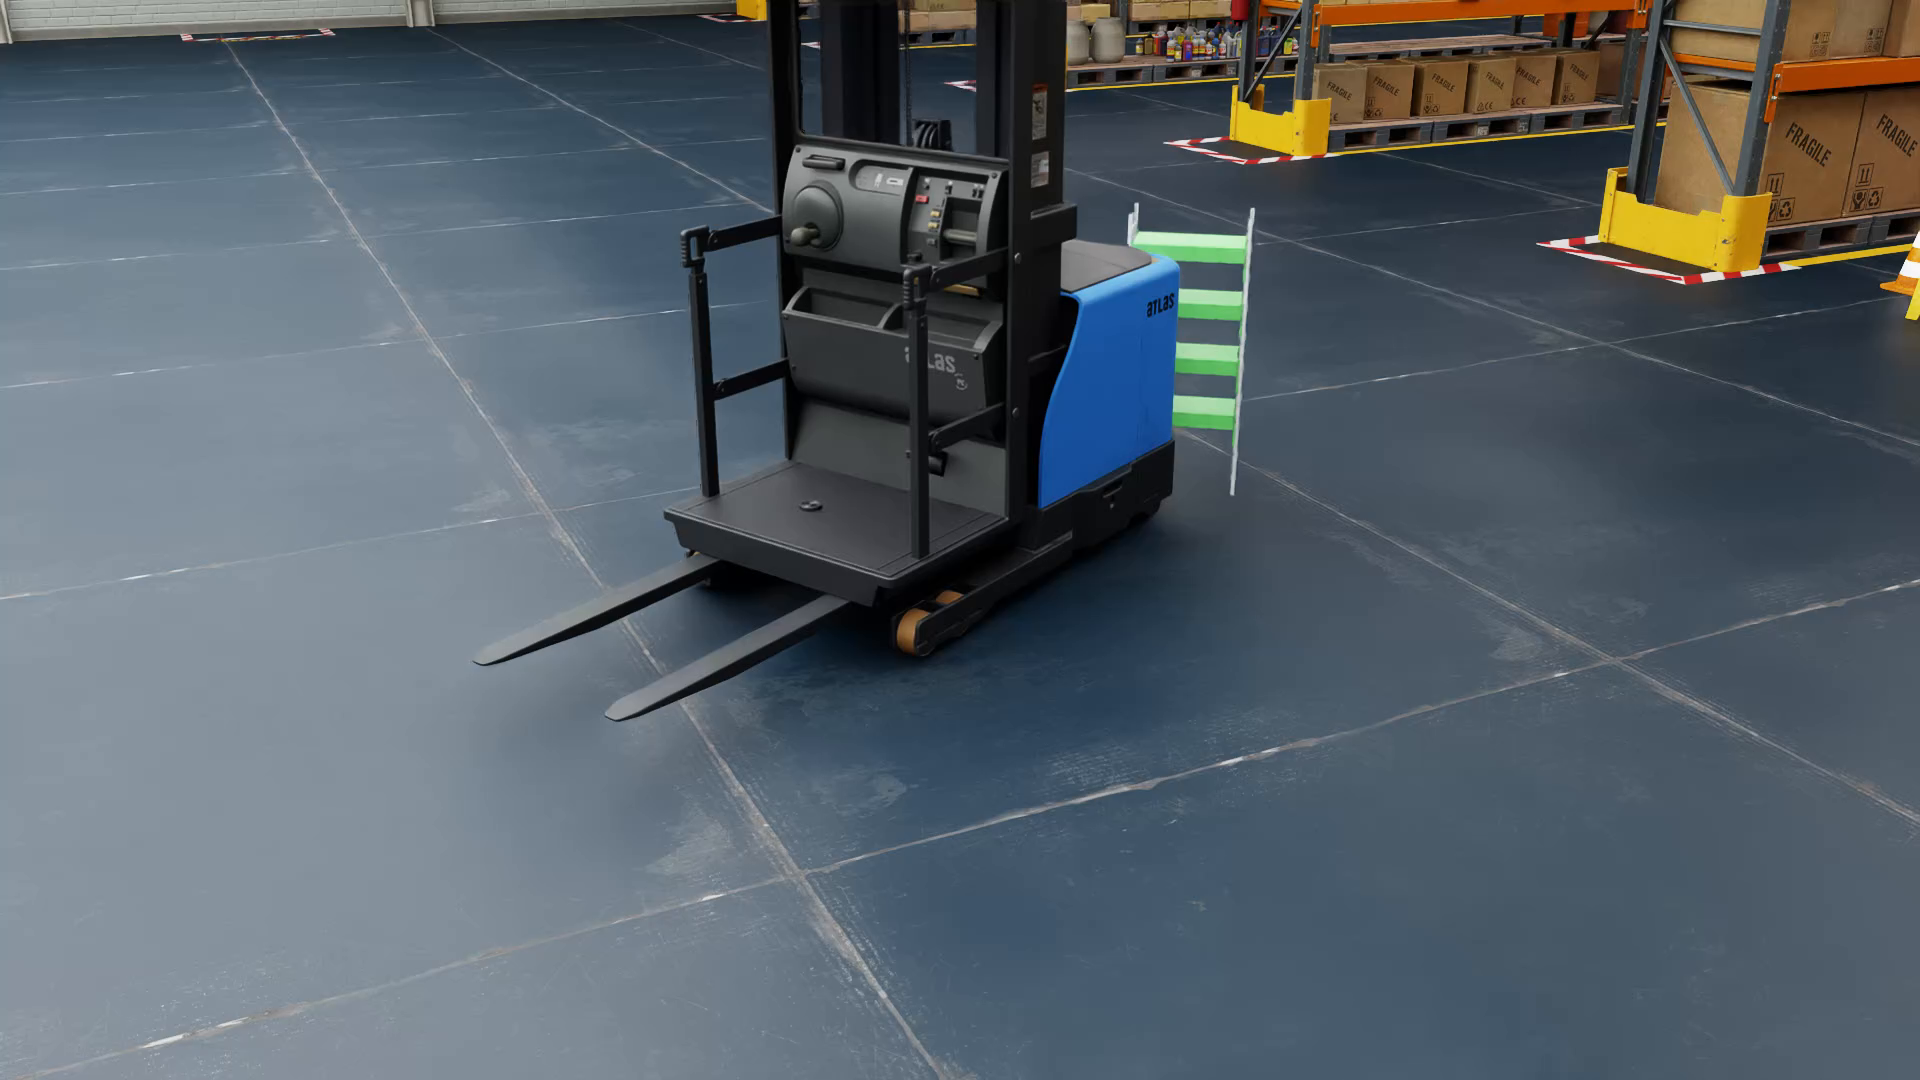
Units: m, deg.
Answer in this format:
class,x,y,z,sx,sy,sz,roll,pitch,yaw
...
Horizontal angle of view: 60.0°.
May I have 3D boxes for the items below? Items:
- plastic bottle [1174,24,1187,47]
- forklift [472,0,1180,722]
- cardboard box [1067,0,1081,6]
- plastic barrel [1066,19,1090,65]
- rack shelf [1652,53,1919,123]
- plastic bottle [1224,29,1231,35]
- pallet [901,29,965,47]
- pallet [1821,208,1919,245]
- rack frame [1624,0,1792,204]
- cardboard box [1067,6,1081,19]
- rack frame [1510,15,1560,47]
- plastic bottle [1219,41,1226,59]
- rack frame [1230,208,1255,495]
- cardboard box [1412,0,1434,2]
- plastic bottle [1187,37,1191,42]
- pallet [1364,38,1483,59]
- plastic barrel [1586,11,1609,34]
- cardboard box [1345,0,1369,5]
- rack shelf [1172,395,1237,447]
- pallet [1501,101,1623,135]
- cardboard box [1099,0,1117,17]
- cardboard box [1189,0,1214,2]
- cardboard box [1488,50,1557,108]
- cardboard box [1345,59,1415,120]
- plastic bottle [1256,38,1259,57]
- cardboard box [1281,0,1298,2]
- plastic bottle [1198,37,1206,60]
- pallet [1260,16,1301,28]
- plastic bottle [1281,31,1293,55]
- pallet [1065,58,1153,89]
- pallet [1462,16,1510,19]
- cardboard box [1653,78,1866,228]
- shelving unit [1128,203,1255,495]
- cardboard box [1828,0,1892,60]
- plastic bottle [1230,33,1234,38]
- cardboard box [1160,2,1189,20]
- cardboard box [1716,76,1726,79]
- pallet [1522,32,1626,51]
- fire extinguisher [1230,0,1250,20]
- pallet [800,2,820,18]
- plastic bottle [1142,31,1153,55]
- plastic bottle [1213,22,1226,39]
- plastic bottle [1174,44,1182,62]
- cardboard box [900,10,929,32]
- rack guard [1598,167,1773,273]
class,x,y,z,sx,sy,sz,roll,pitch,yaw
plastic bottle,2.766,-6.336,21.024,0.185,0.351,0.144,-9,24,-21
forklift,-0.376,-1.159,5.718,1.130,2.935,3.031,16,27,33
cardboard box,1.471,-8.227,24.769,0.500,0.500,0.500,-10,25,-24
plastic barrel,1.350,-5.997,20.020,0.421,0.512,0.421,0,22,0
rack shelf,6.801,-3.383,11.942,4.000,0.370,1.077,-10,25,-24
plastic bottle,3.409,-6.367,21.201,0.097,0.271,0.097,0,22,0
pallet,-0.684,-7.378,24.297,1.213,0.211,1.003,-10,25,-24
pallet,6.783,-2.456,12.407,1.213,0.211,1.003,-10,25,-24
rack frame,4.998,-3.384,11.003,0.127,3.000,1.000,-10,25,-24
cardboard box,1.472,-7.880,24.911,0.500,0.250,0.500,-10,25,-24
rack frame,7.999,-8.144,22.503,0.127,3.000,1.000,-10,25,-24
plastic bottle,3.233,-6.045,20.514,0.097,0.201,0.097,0,22,0
rack frame,1.205,-0.795,7.102,0.015,1.200,0.240,4,23,11
cardboard box,4.208,-5.118,15.521,0.250,0.149,0.380,-10,25,-24
plastic bottle,2.858,-6.233,20.969,0.097,0.201,0.097,0,22,0
pallet,6.186,-6.540,22.273,1.213,0.211,1.003,-10,25,-24
plastic barrel,8.902,-7.400,23.409,0.421,0.512,0.421,0,22,0
cardboard box,3.532,-4.994,15.221,0.250,0.149,0.380,-10,25,-24
rack shelf,0.966,-0.533,7.263,0.480,0.148,0.258,4,23,11
pallet,5.953,-4.362,17.011,1.213,0.211,1.003,-10,25,-24
cardboard box,2.497,-8.280,25.878,0.500,0.250,0.500,-11,25,-24
cardboard box,3.649,-8.521,25.726,0.500,0.311,0.500,-11,25,-25
cardboard box,5.652,-4.663,16.811,0.500,0.500,0.500,-3,23,-7
cardboard box,4.032,-4.358,16.075,0.500,0.500,0.500,-4,23,-10
plastic bottle,3.637,-6.149,20.660,0.133,0.283,0.061,-9,24,-20
cardboard box,3.106,-5.112,15.507,0.250,0.149,0.380,-10,25,-24
plastic bottle,2.958,-6.027,20.379,0.097,0.271,0.097,0,22,0
pallet,5.095,-8.440,26.864,1.213,0.211,1.003,-10,25,-24
plastic bottle,4.104,-6.235,20.868,0.133,0.283,0.061,-9,24,-21
pallet,1.573,-5.690,20.221,1.213,0.211,1.003,-10,25,-24
pallet,8.741,-9.079,28.407,1.213,0.211,1.003,-10,25,-24
cardboard box,5.581,-2.732,11.656,0.875,0.875,0.875,-10,25,-23
shelving unit,0.966,-0.814,7.147,0.503,1.200,0.258,4,23,11
cardboard box,5.799,-3.629,11.400,0.550,0.550,0.875,-10,25,-24
plastic bottle,3.408,-6.168,20.706,0.133,0.283,0.061,-10,25,-24
cardboard box,3.182,-8.178,25.630,0.500,0.250,0.500,-10,24,-22
cardboard box,8.047,-5.082,17.798,0.500,0.500,0.700,-13,26,-28
pallet,8.691,-7.001,23.387,1.213,0.211,1.003,-10,25,-24
fire extinguisher,2.635,-5.214,15.526,0.183,0.674,0.296,-10,25,-24
pallet,-2.691,-9.078,28.405,1.213,0.211,1.003,-10,25,-24
plastic bottle,2.352,-6.247,20.895,0.133,0.283,0.061,-10,24,-22
plastic bottle,3.317,-6.438,21.269,0.185,0.351,0.144,-12,25,-26
plastic bottle,2.652,-5.938,20.256,0.097,0.201,0.097,0,22,0
cardboard box,-0.775,-7.461,23.897,0.500,0.250,0.500,-10,25,-24
rack guard,4.977,-2.225,11.472,0.348,0.500,1.175,-10,25,-24
